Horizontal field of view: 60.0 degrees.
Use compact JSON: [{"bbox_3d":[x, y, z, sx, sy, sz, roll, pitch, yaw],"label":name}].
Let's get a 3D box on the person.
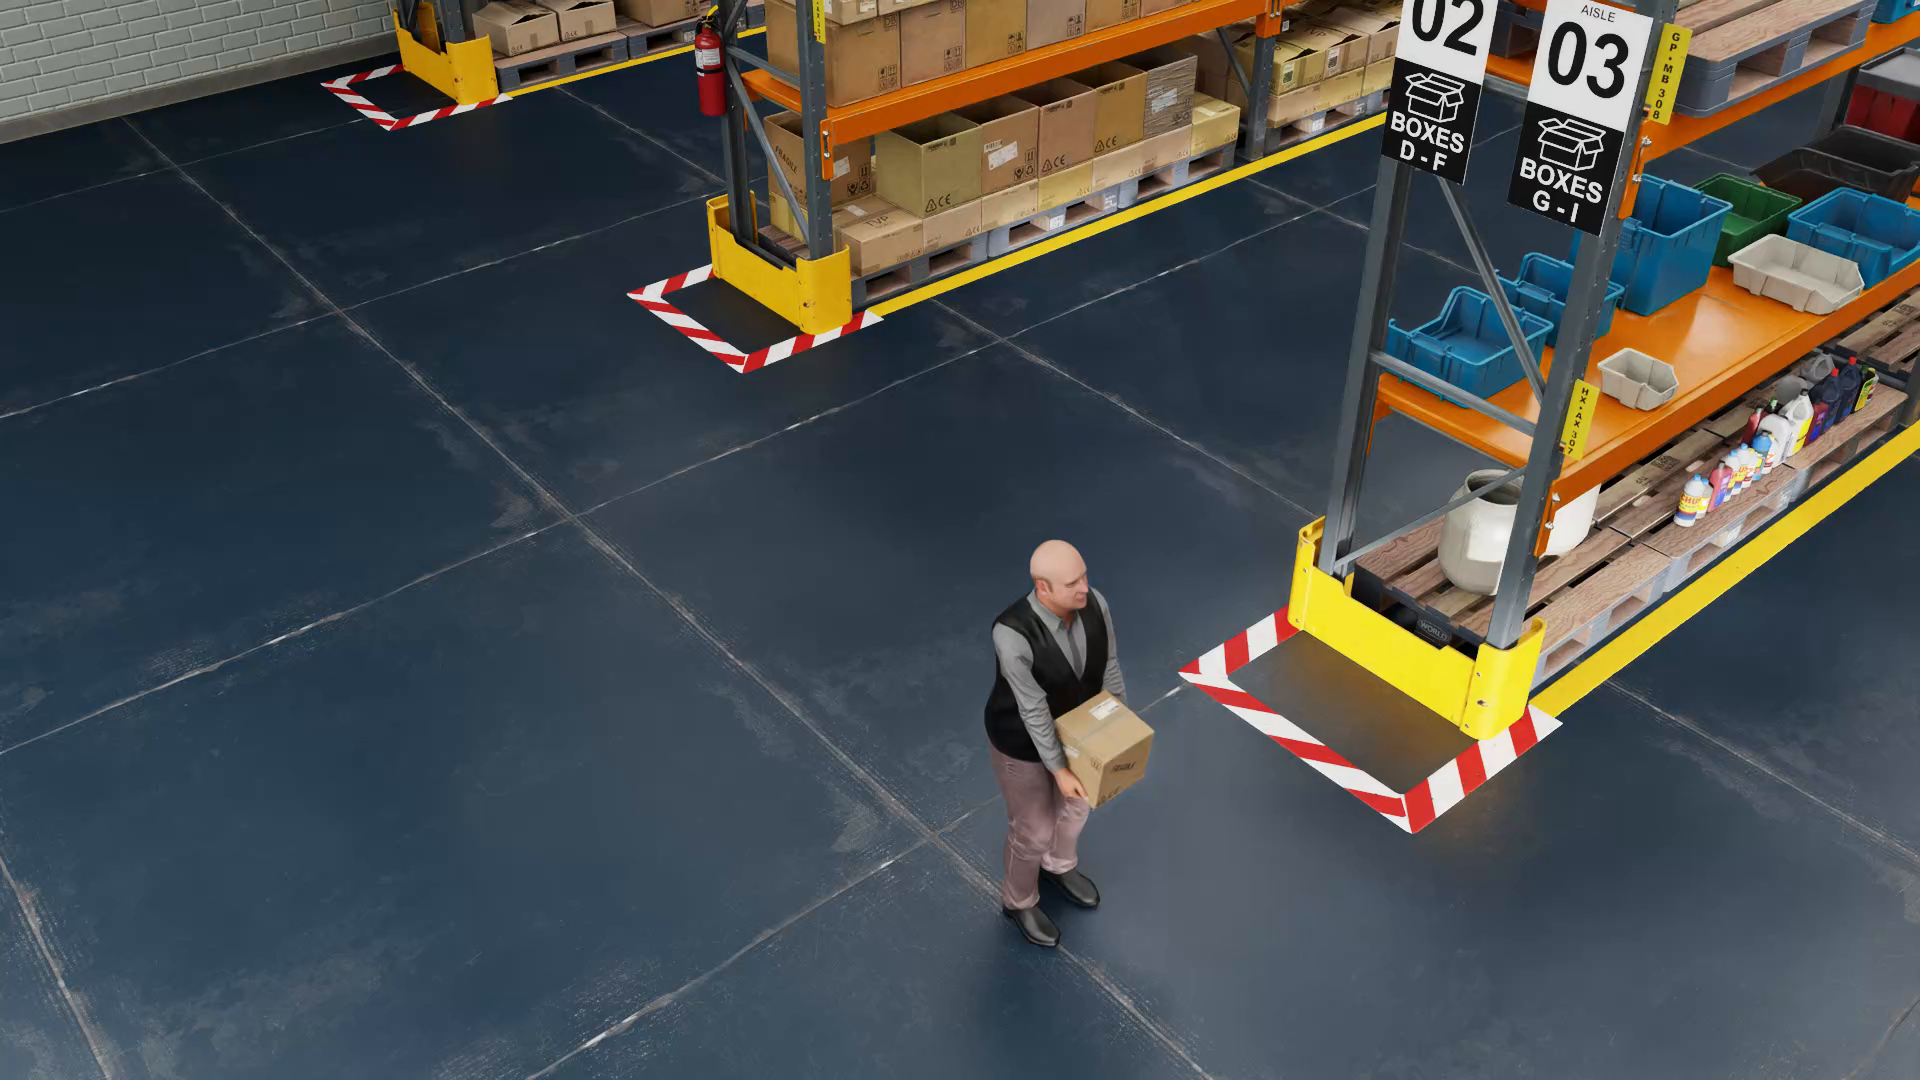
[{"bbox_3d":[0.380,0.751,6.059,0.495,1.721,0.554,-27,44,-32],"label":"person"}]
